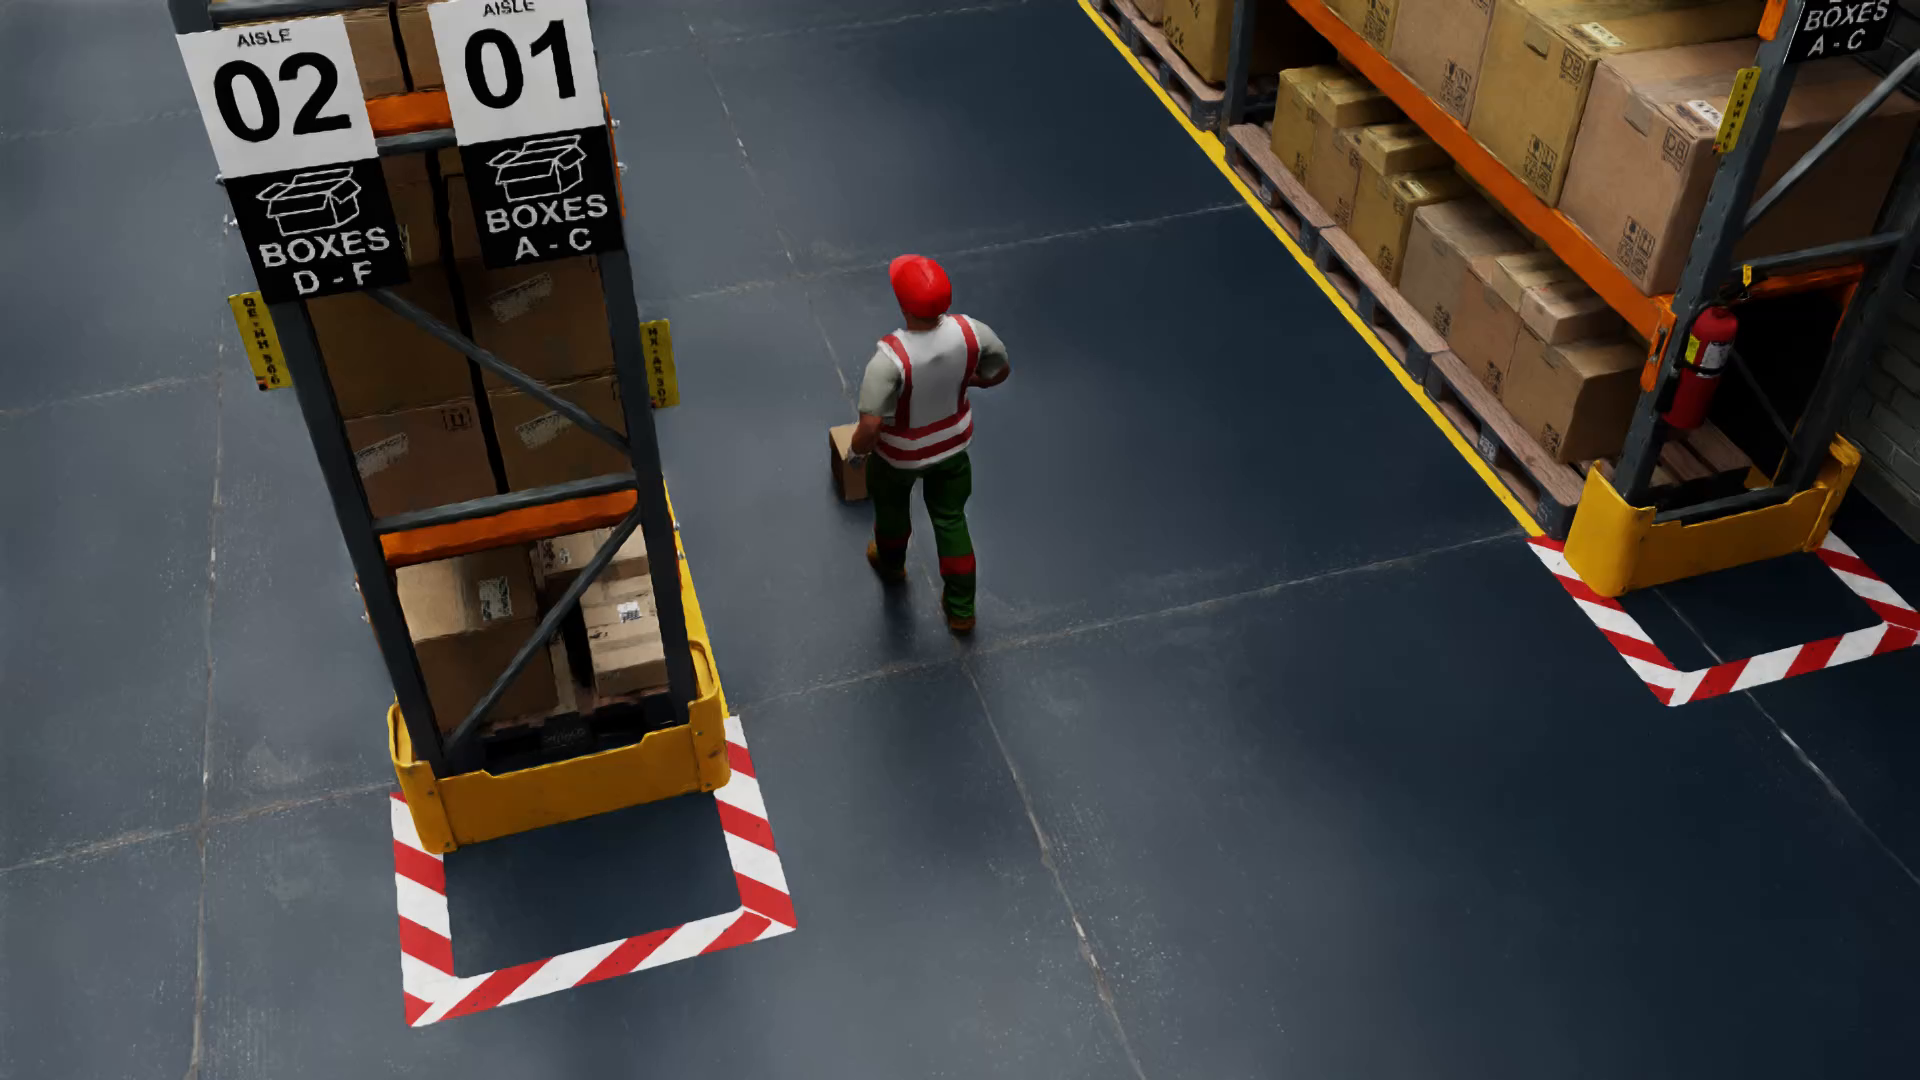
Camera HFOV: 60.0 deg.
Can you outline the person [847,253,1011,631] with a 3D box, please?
[{"bbox_3d":[-0.203,-0.442,6.639,0.709,1.794,0.710,-18,45,-19],"label":"person"}]
